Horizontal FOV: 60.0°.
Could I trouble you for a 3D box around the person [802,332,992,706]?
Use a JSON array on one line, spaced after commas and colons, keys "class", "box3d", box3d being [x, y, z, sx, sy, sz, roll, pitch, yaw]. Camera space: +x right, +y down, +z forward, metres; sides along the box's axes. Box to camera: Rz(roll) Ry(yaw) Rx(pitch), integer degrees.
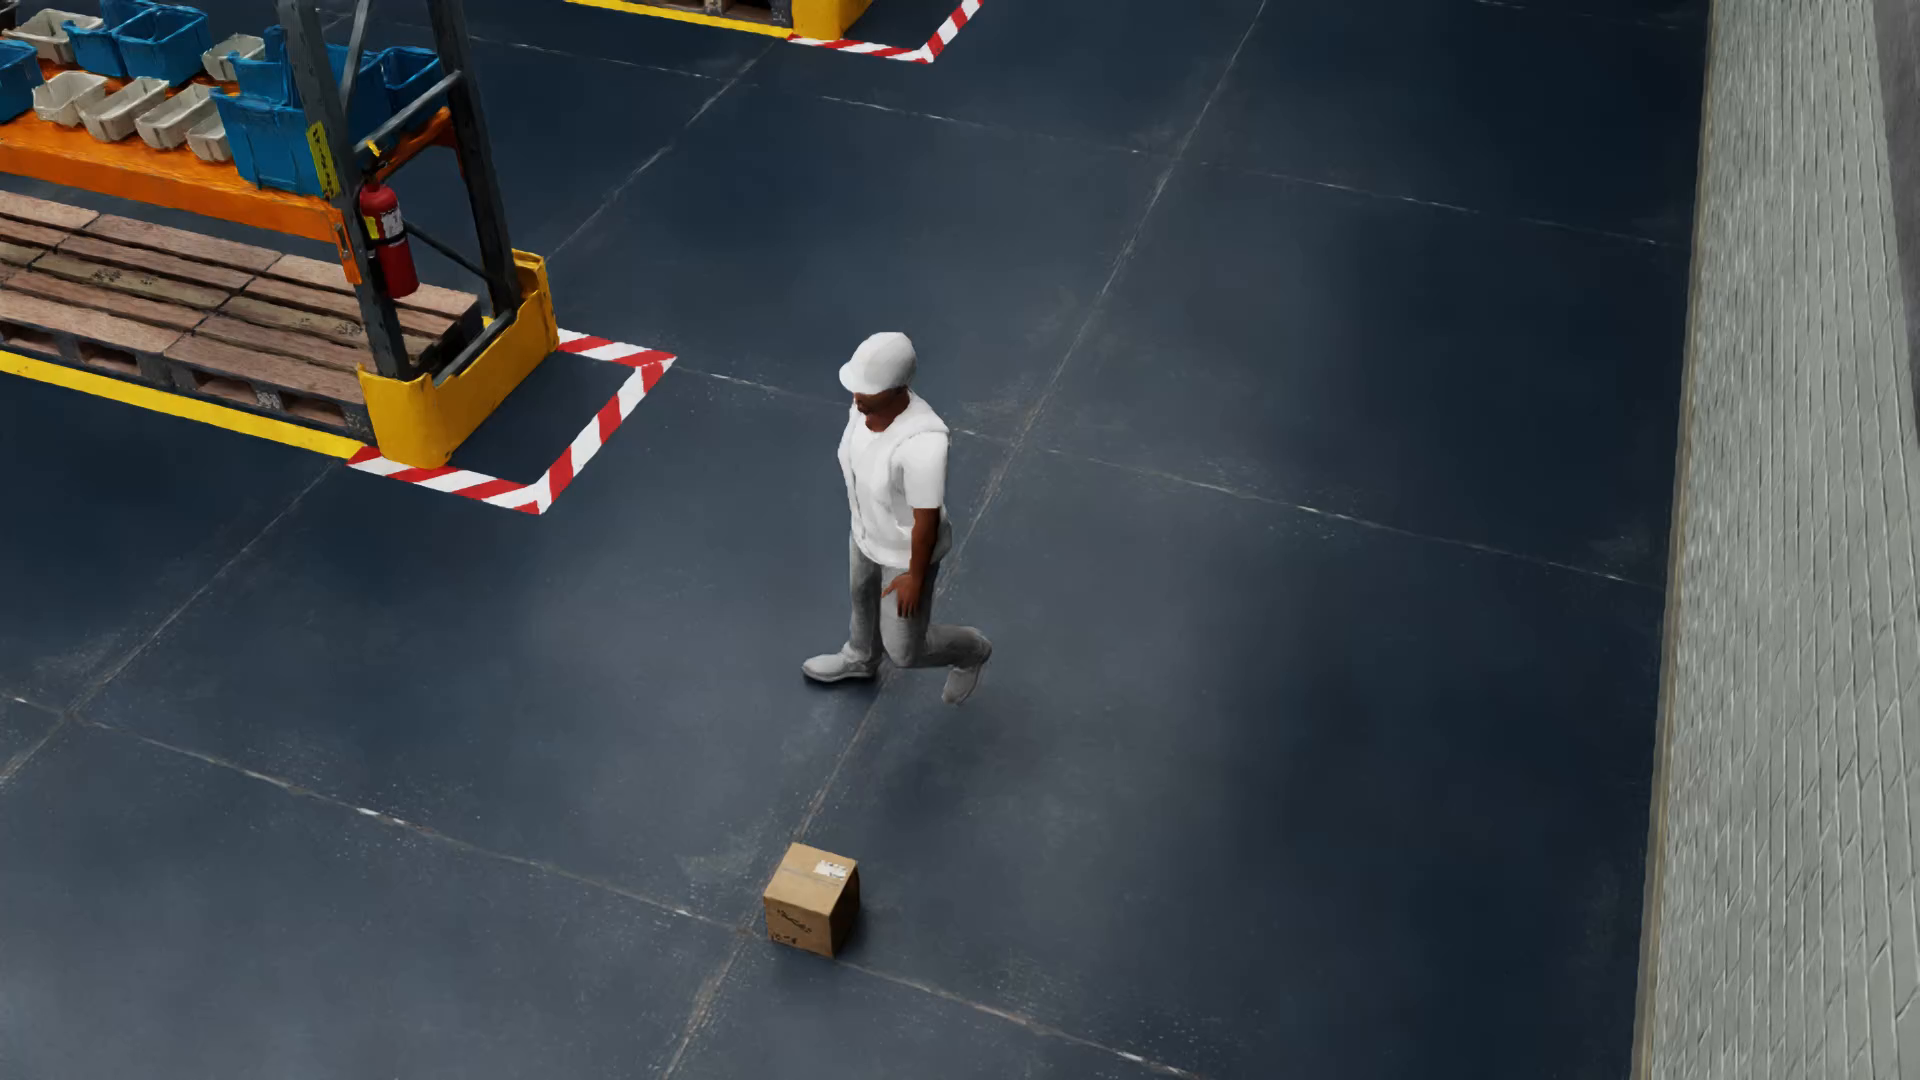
[{"class": "person", "box3d": [-0.226, -0.047, 6.170, 0.623, 1.761, 0.660, -22, 46, -23]}]
